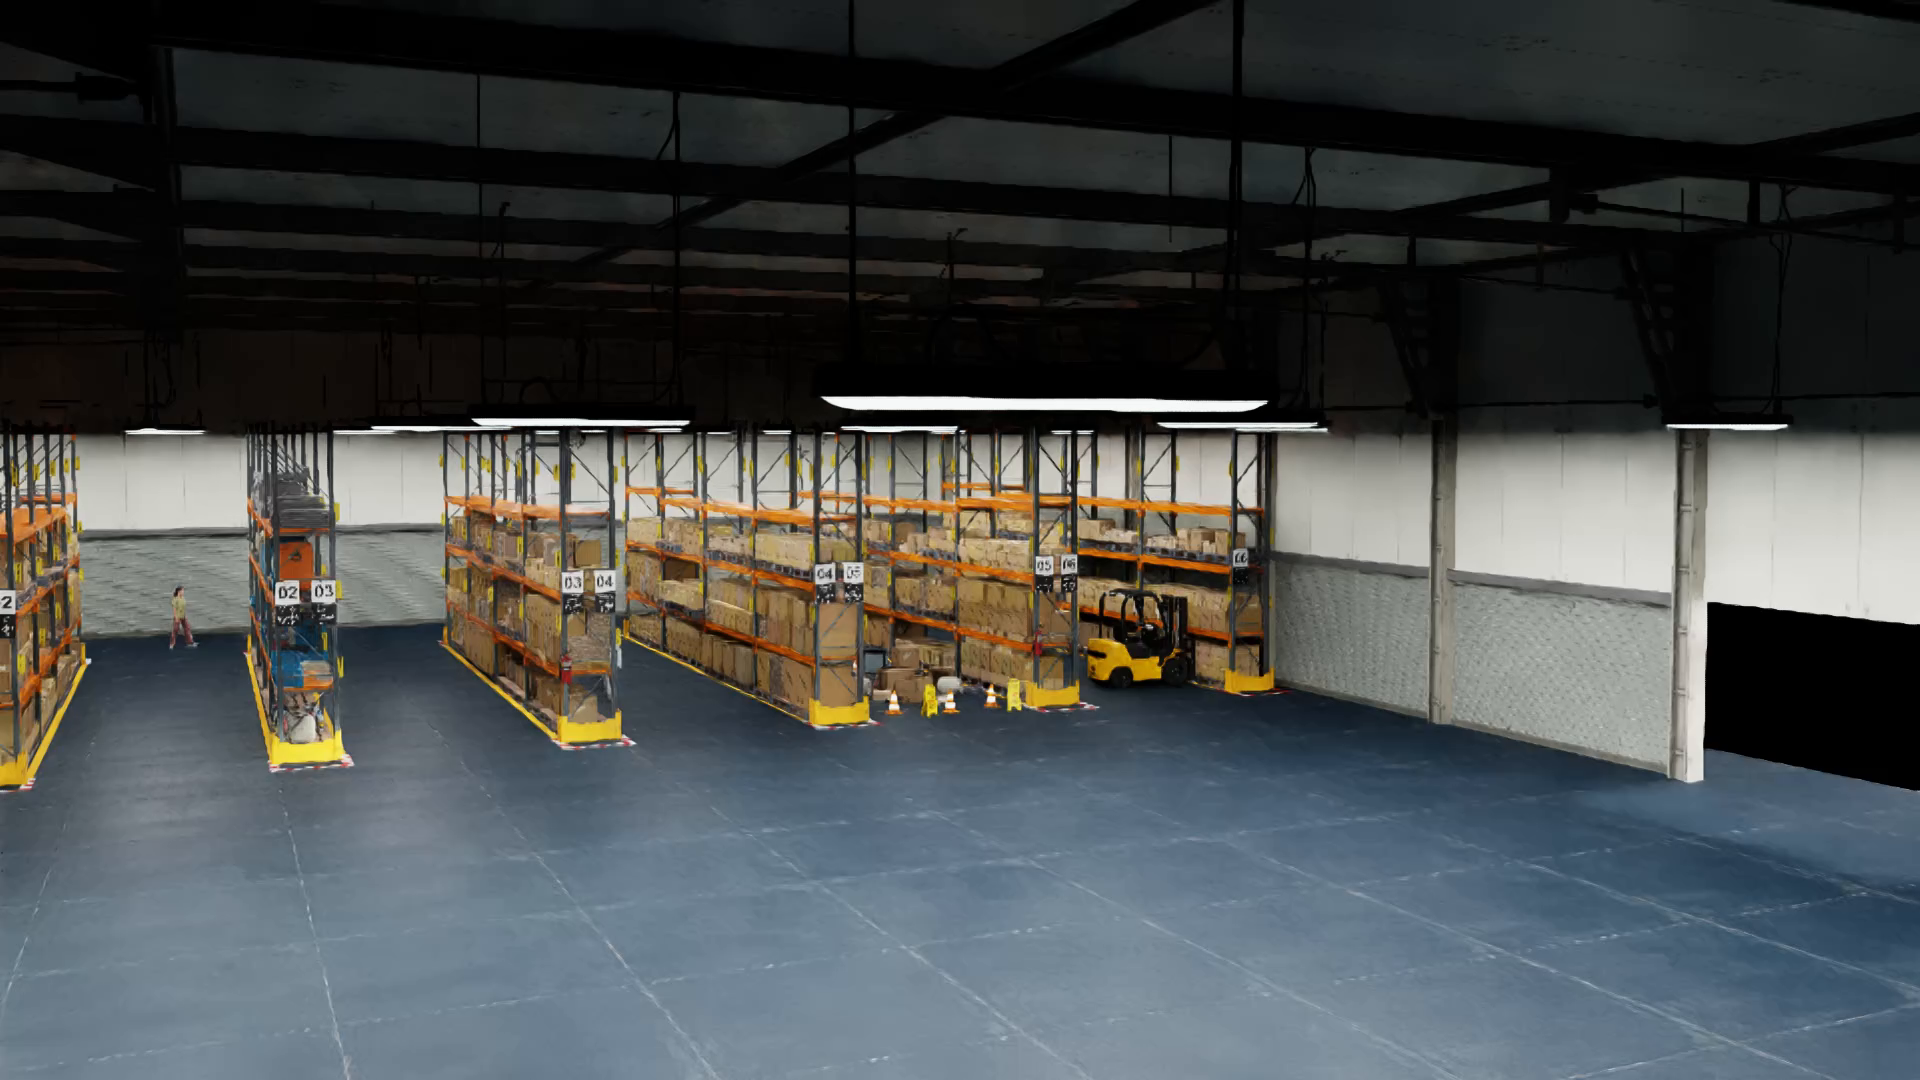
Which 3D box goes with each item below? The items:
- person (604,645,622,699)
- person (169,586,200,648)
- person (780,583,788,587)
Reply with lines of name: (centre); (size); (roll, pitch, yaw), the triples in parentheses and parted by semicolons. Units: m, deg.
person: (-7.681, 2.626, 36.410); (0.480, 1.625, 0.989); (-2, 4, -26)
person: (-21.023, 2.073, 44.911); (0.568, 1.659, 0.691); (1, 4, 15)
person: (-4.992, 1.960, 47.402); (0.460, 1.593, 0.600); (-1, 4, -16)
